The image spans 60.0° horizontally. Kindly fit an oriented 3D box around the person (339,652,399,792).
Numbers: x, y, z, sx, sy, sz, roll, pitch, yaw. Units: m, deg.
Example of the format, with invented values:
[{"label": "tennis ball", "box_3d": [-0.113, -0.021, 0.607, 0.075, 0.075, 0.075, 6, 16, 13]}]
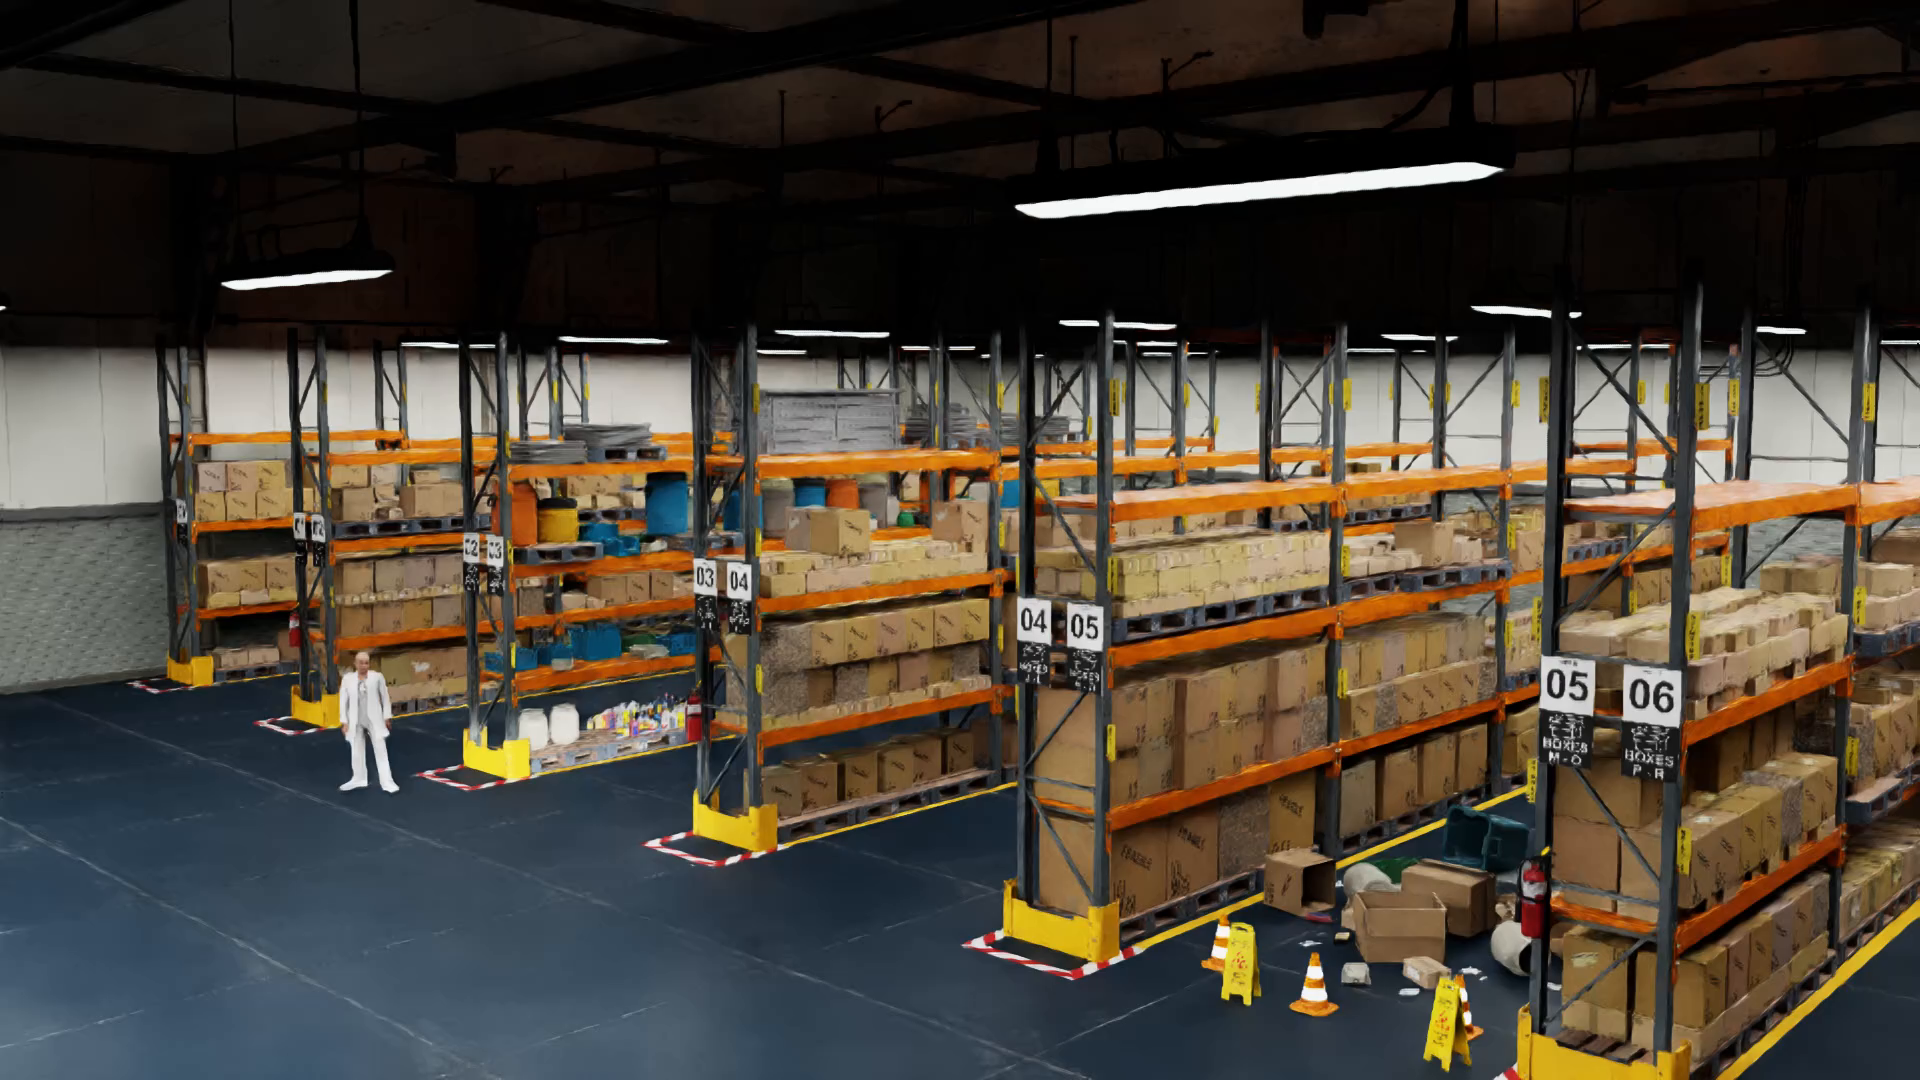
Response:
[{"label": "person", "box_3d": [-7.485, 2.290, 21.020, 0.766, 1.768, 0.579, -1, 5, -12]}]
